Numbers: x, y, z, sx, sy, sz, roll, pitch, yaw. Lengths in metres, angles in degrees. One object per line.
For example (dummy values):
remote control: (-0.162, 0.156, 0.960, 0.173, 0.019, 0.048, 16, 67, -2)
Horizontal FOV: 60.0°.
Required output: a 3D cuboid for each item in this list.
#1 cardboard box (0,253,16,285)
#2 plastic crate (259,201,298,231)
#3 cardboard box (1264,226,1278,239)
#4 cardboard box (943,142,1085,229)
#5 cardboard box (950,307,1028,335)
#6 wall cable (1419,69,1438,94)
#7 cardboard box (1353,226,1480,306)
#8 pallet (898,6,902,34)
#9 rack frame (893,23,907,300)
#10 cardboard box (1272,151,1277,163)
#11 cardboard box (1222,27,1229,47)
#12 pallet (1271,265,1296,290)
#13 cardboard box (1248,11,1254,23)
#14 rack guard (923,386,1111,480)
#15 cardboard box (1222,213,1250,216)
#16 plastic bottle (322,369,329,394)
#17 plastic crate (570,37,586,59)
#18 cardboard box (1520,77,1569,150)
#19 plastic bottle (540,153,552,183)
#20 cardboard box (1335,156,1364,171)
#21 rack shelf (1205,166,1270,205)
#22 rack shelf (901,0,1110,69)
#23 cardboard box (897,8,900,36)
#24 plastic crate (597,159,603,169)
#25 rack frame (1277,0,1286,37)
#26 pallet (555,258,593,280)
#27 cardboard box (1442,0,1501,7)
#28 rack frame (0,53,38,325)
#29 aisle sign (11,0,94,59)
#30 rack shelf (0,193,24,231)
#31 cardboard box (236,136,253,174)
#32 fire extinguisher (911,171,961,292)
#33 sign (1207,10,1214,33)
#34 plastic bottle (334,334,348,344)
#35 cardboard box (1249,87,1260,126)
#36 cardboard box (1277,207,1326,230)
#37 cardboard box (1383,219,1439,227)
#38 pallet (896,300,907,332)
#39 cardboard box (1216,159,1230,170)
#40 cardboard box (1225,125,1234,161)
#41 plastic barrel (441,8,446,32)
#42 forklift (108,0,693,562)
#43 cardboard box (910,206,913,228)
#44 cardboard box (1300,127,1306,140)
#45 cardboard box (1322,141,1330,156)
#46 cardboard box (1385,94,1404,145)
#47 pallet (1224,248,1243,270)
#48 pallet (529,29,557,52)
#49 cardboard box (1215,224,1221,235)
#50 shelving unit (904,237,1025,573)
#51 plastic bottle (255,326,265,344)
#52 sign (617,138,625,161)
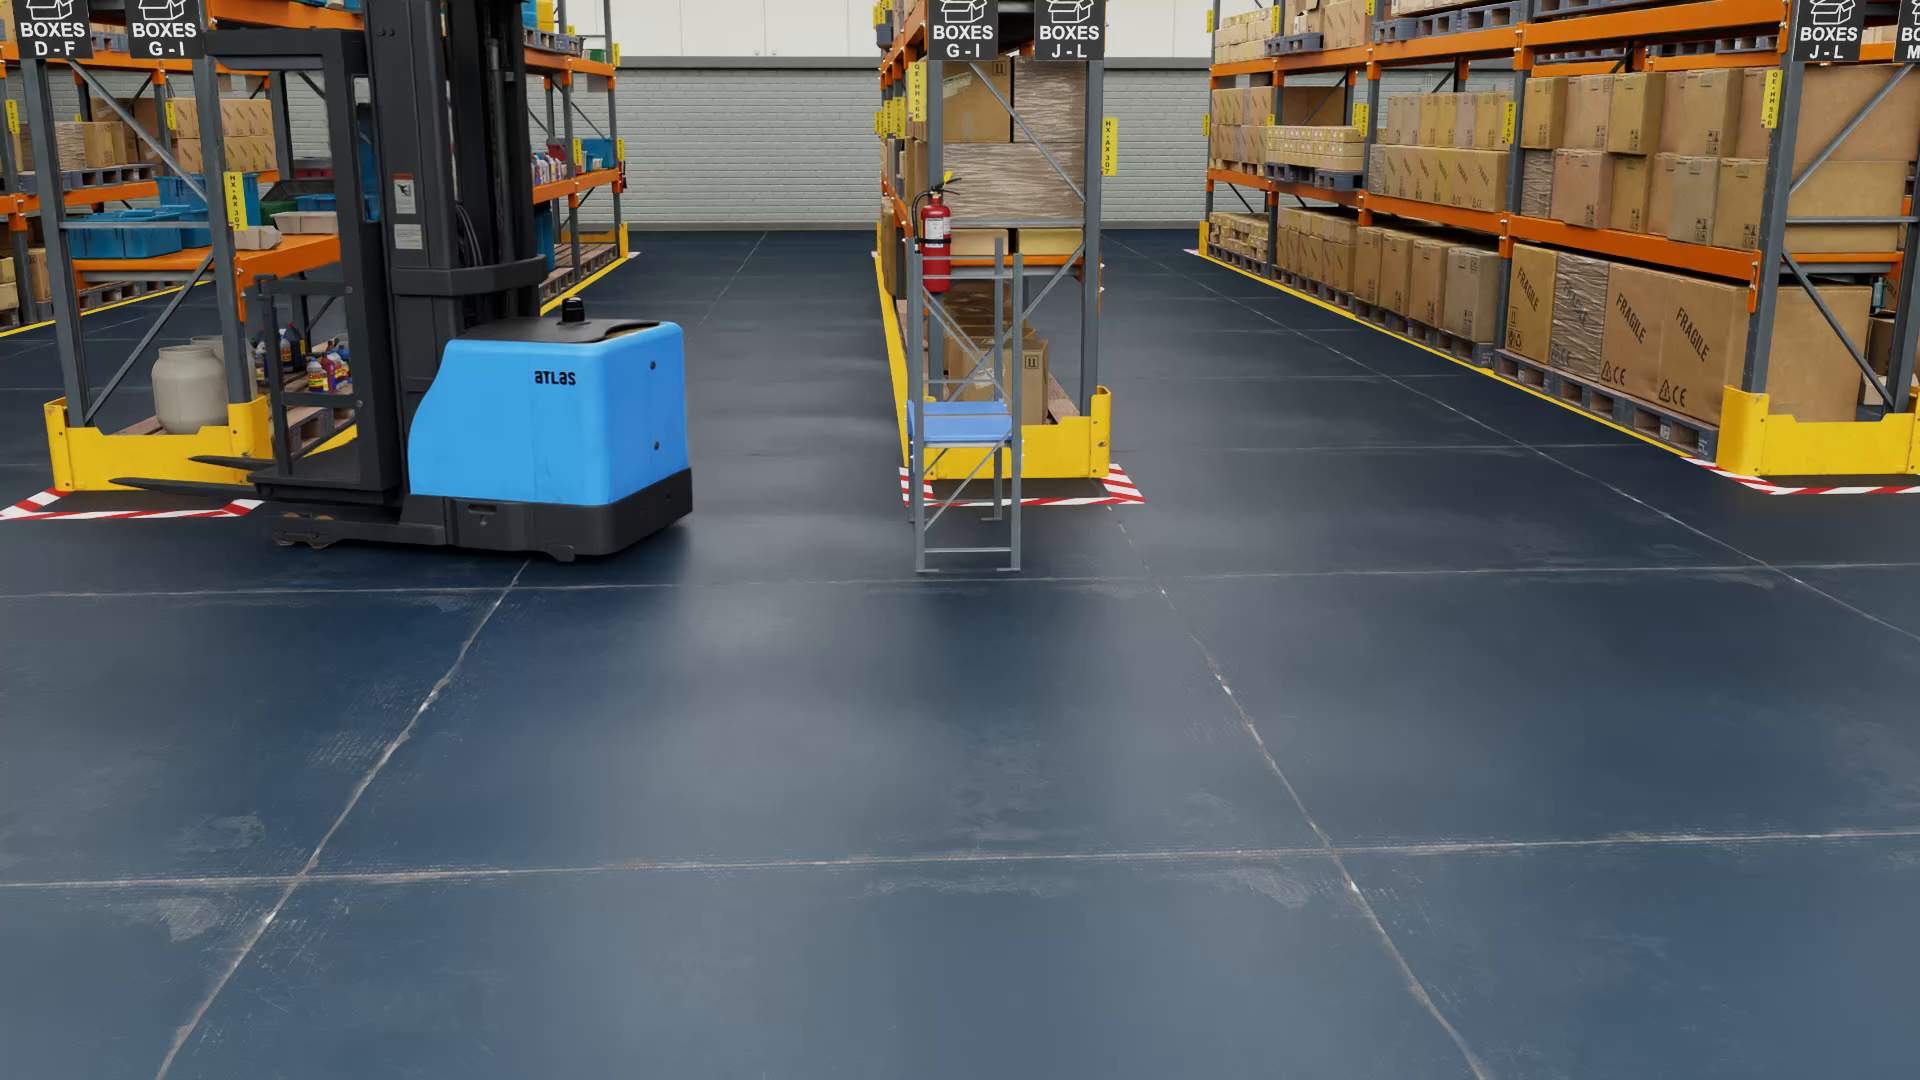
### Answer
cardboard box: (-9.792, -2.698, 16.542, 0.500, 0.311, 0.500, -1, 14, -2)
plastic crate: (-5.076, -2.317, 11.937, 0.450, 0.188, 0.662, -1, 14, -3)
cardboard box: (4.244, -4.074, 22.027, 0.380, 0.149, 0.250, 0, 14, -2)
cardboard box: (0.306, -2.173, 10.155, 0.875, 0.500, 0.500, -1, 14, -3)
cardboard box: (0.210, -1.435, 12.259, 0.500, 0.500, 0.500, -2, 15, -8)
wall cable: (8.840, -7.885, 31.050, 0.585, 1.953, 0.123, -1, 14, -3)
cardboard box: (4.722, -2.845, 17.238, 1.050, 0.750, 0.750, -1, 14, -4)
pallet: (0.066, -4.613, 14.792, 1.213, 0.211, 1.003, -1, 14, -3)
rack frame: (-0.183, -3.833, 17.404, 1.000, 3.000, 0.127, -1, 14, -3)
cardboard box: (4.114, -4.787, 20.773, 0.380, 0.149, 0.250, -1, 14, -3)
cardboard box: (4.079, -7.253, 23.975, 0.500, 0.250, 0.500, -1, 14, -4)
pallet: (4.576, -3.335, 21.065, 1.003, 0.211, 1.213, -1, 14, -3)
cardboard box: (4.128, -7.089, 22.538, 0.380, 0.149, 0.250, -1, 14, -4)
rack guard: (0.308, -0.652, 10.056, 1.175, 0.500, 0.348, -1, 14, -3)
cardboard box: (4.109, -4.783, 24.779, 0.380, 0.149, 0.250, -1, 14, -2)
plastic bottle: (-4.438, -1.106, 11.539, 0.097, 0.201, 0.097, 0, 14, 0)
plastic crate: (-5.177, -6.454, 21.833, 0.497, 0.269, 0.590, -1, 14, -3)
cardboard box: (5.010, -3.393, 13.225, 0.875, 0.550, 0.550, -1, 14, -3)
plastic bottle: (-4.979, -4.458, 19.932, 0.144, 0.351, 0.185, -1, 14, -3)
cardboard box: (4.285, -4.082, 18.032, 0.380, 0.149, 0.250, -1, 14, -3)
rack shelf: (4.402, -5.028, 23.493, 1.077, 0.370, 4.000, -1, 14, -3)
rack shelf: (0.189, -3.445, 11.320, 1.077, 0.370, 4.000, -1, 14, -3)
cardboard box: (-0.335, -4.837, 15.586, 0.500, 0.250, 0.500, -1, 14, -2)
plastic crate: (-5.391, -5.447, 24.087, 0.396, 0.136, 0.243, -1, 14, -3)
rack frame: (4.526, -7.785, 20.722, 1.000, 3.000, 0.127, -1, 14, -3)
pallet: (-5.458, -3.583, 22.029, 1.003, 0.211, 1.213, -1, 14, -3)
cardboard box: (4.694, -4.983, 14.991, 0.500, 0.311, 0.500, -1, 14, -5)
rack frame: (-10.070, -3.681, 16.813, 1.000, 3.000, 0.127, -1, 14, -3)
aisle sign: (-4.923, -3.003, 8.962, 0.394, 0.787, 0.004, -1, 14, -3)
rack shelf: (-9.946, -2.835, 14.969, 1.077, 0.370, 4.000, -1, 14, -3)
cardboard box: (-10.205, -5.359, 23.133, 0.500, 0.500, 0.500, -1, 14, -3)
fire extinguisher: (-0.140, -1.770, 9.542, 0.296, 0.674, 0.183, -1, 14, -3)
sign: (3.737, -7.742, 24.821, 0.100, 0.325, 0.005, -1, 14, -3)
plastic bottle: (-4.685, -1.444, 12.701, 0.152, 0.276, 0.135, -1, 14, -3)
cardboard box: (4.190, -5.797, 22.233, 0.500, 0.500, 0.500, -1, 14, -5)
cardboard box: (4.308, -4.047, 20.906, 0.500, 0.250, 0.500, -2, 15, -6)
cardboard box: (4.973, -3.416, 18.450, 0.500, 0.250, 0.500, -2, 15, -6)
pallet: (-0.136, -2.288, 16.996, 1.003, 0.211, 1.213, -1, 14, -3)
cardboard box: (3.992, -5.536, 24.528, 0.380, 0.149, 0.250, -1, 14, -5)
cardboard box: (4.107, -5.696, 23.846, 0.500, 0.500, 0.500, -1, 14, -3)
plastic barrel: (-4.814, -4.830, 15.535, 0.301, 0.262, 0.301, 0, 14, 0)
forklift: (-2.994, -1.497, 8.461, 3.031, 2.935, 1.130, 4, 15, 15)
cardboard box: (-0.177, -2.409, 12.375, 0.380, 0.149, 0.250, -1, 14, -3)
cardboard box: (4.193, -4.755, 19.456, 0.380, 0.149, 0.250, 0, 14, -2)
cardboard box: (4.252, -4.358, 18.508, 0.380, 0.149, 0.250, -1, 14, -2)
cardboard box: (4.792, -4.305, 17.032, 0.700, 0.500, 0.500, -1, 14, -4)
pallet: (4.371, -3.999, 23.647, 1.003, 0.211, 1.213, -1, 14, -3)
pallet: (-5.155, -5.637, 18.775, 1.003, 0.211, 1.213, -1, 14, -3)
cardboard box: (4.015, -4.638, 24.812, 0.380, 0.149, 0.250, -1, 14, -4)
shelving unit: (0.005, -0.705, 8.257, 0.538, 1.500, 1.048, -1, 14, -3)
plastic bottle: (-5.231, -1.438, 12.528, 0.144, 0.351, 0.185, -1, 15, -6)
sign: (-5.074, -5.838, 24.868, 0.100, 0.325, 0.005, -1, 14, -3)
